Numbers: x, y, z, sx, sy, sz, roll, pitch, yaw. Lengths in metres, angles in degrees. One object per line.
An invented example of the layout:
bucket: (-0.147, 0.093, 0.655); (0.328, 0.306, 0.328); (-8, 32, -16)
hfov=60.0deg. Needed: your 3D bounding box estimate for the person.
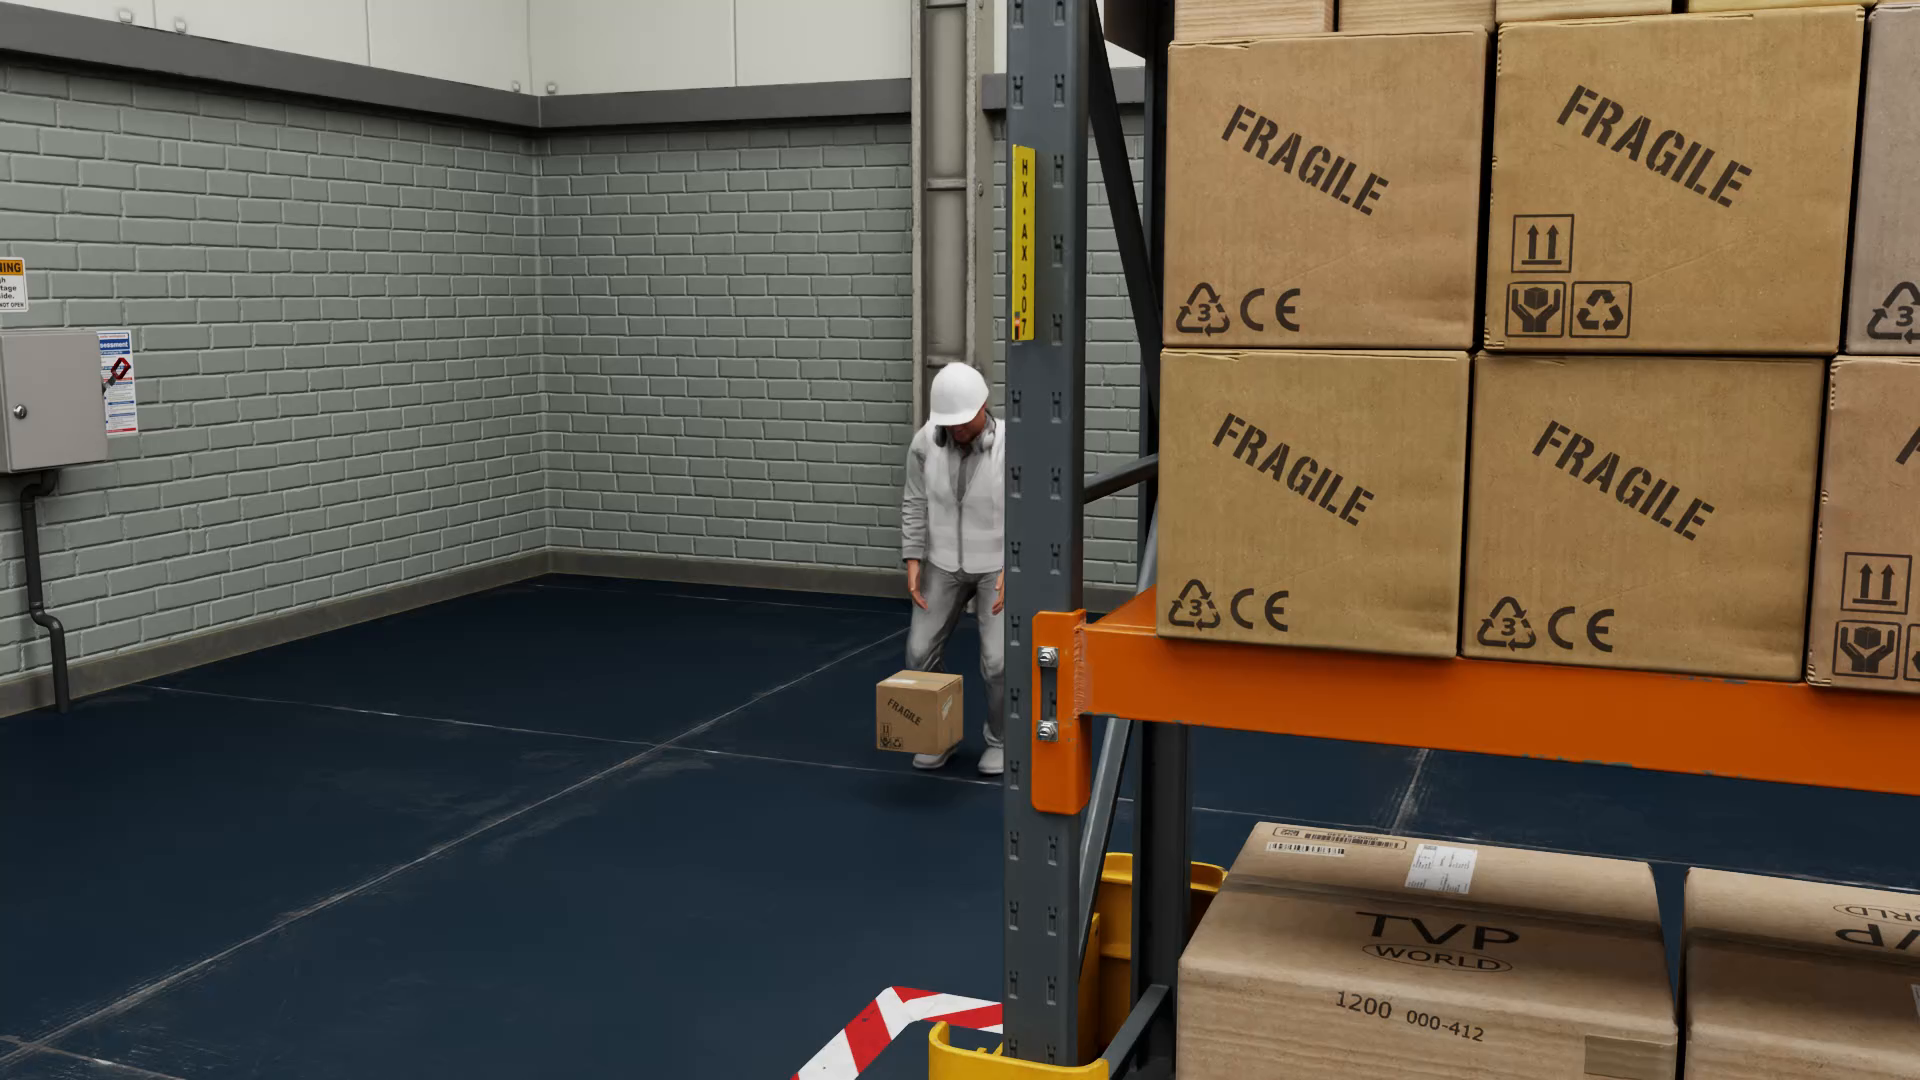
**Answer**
person: (0.052, 0.109, 6.562); (0.581, 1.628, 0.604); (4, 9, 22)
